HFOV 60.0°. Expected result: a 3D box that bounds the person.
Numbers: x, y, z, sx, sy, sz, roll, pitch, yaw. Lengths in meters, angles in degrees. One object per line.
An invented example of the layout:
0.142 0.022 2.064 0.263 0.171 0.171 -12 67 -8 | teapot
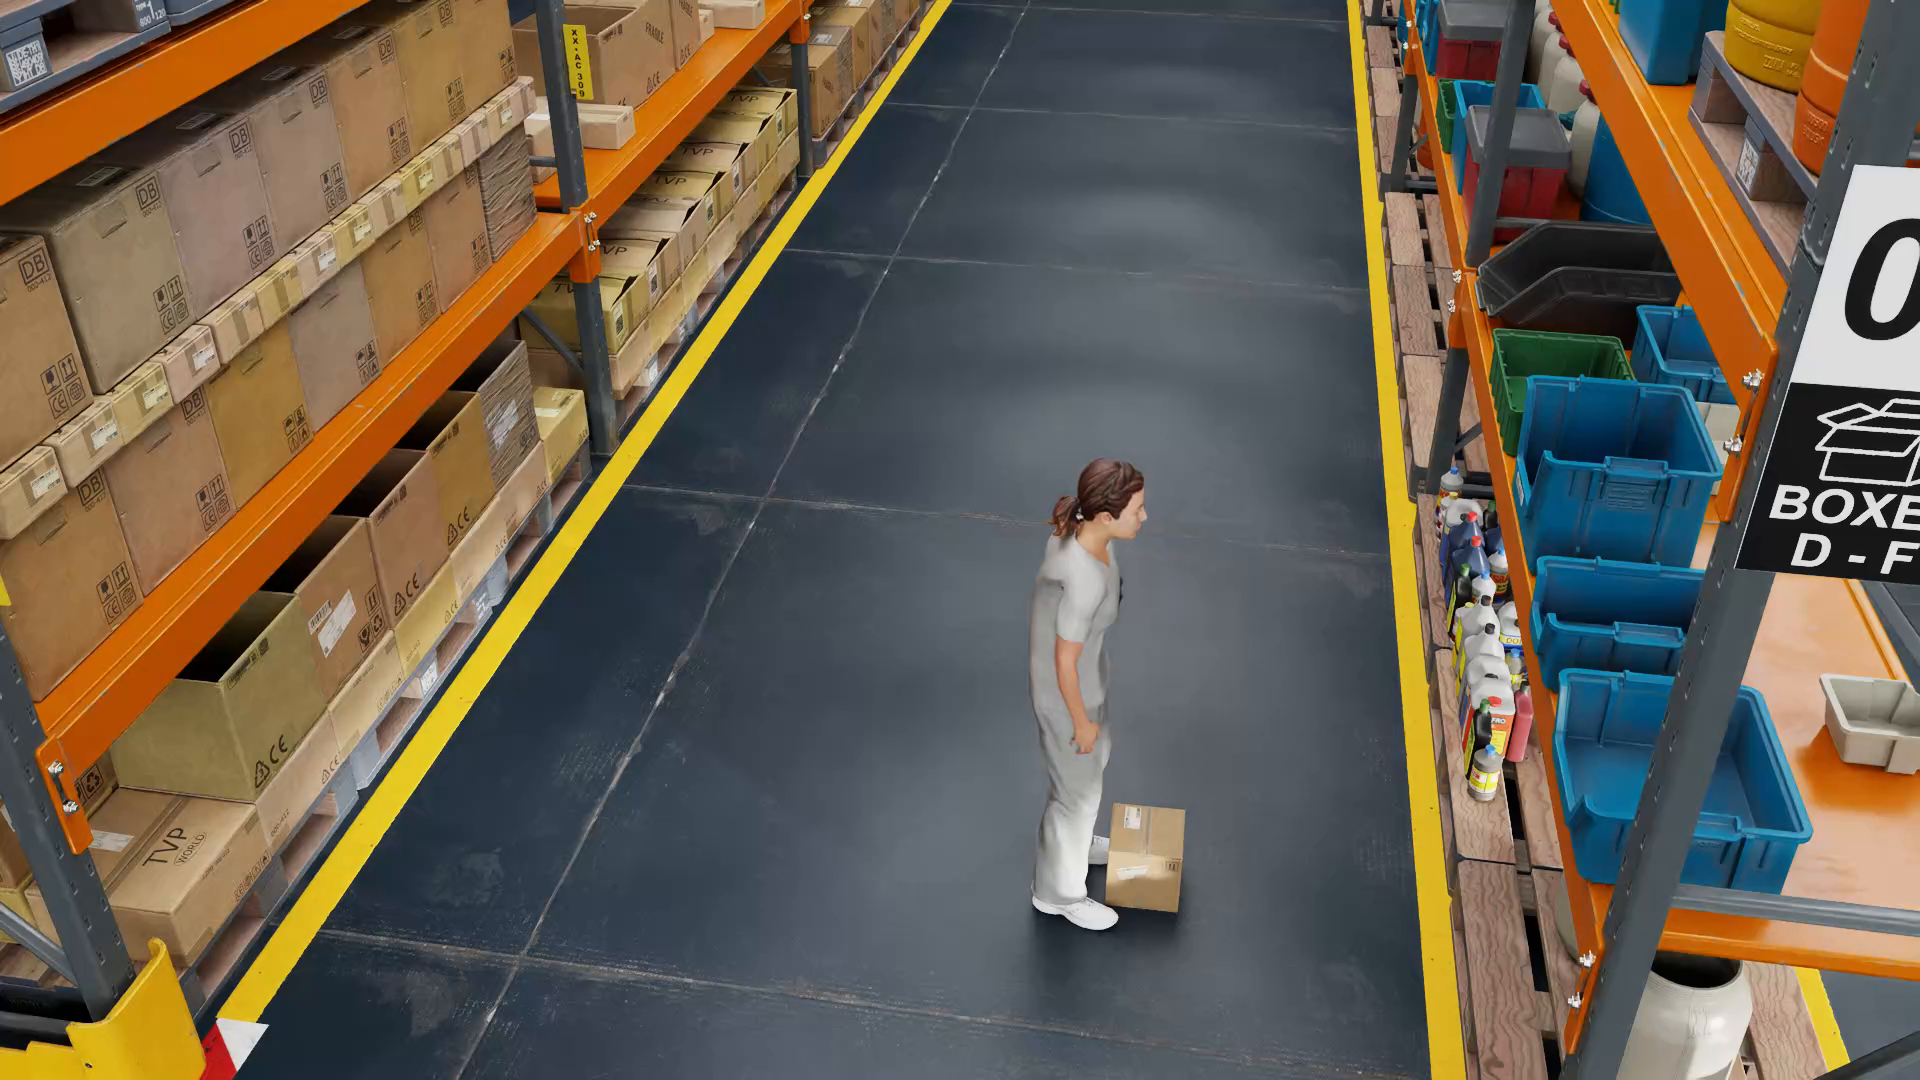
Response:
0.395 0.479 5.387 0.353 1.673 0.492 5 33 8 | person
